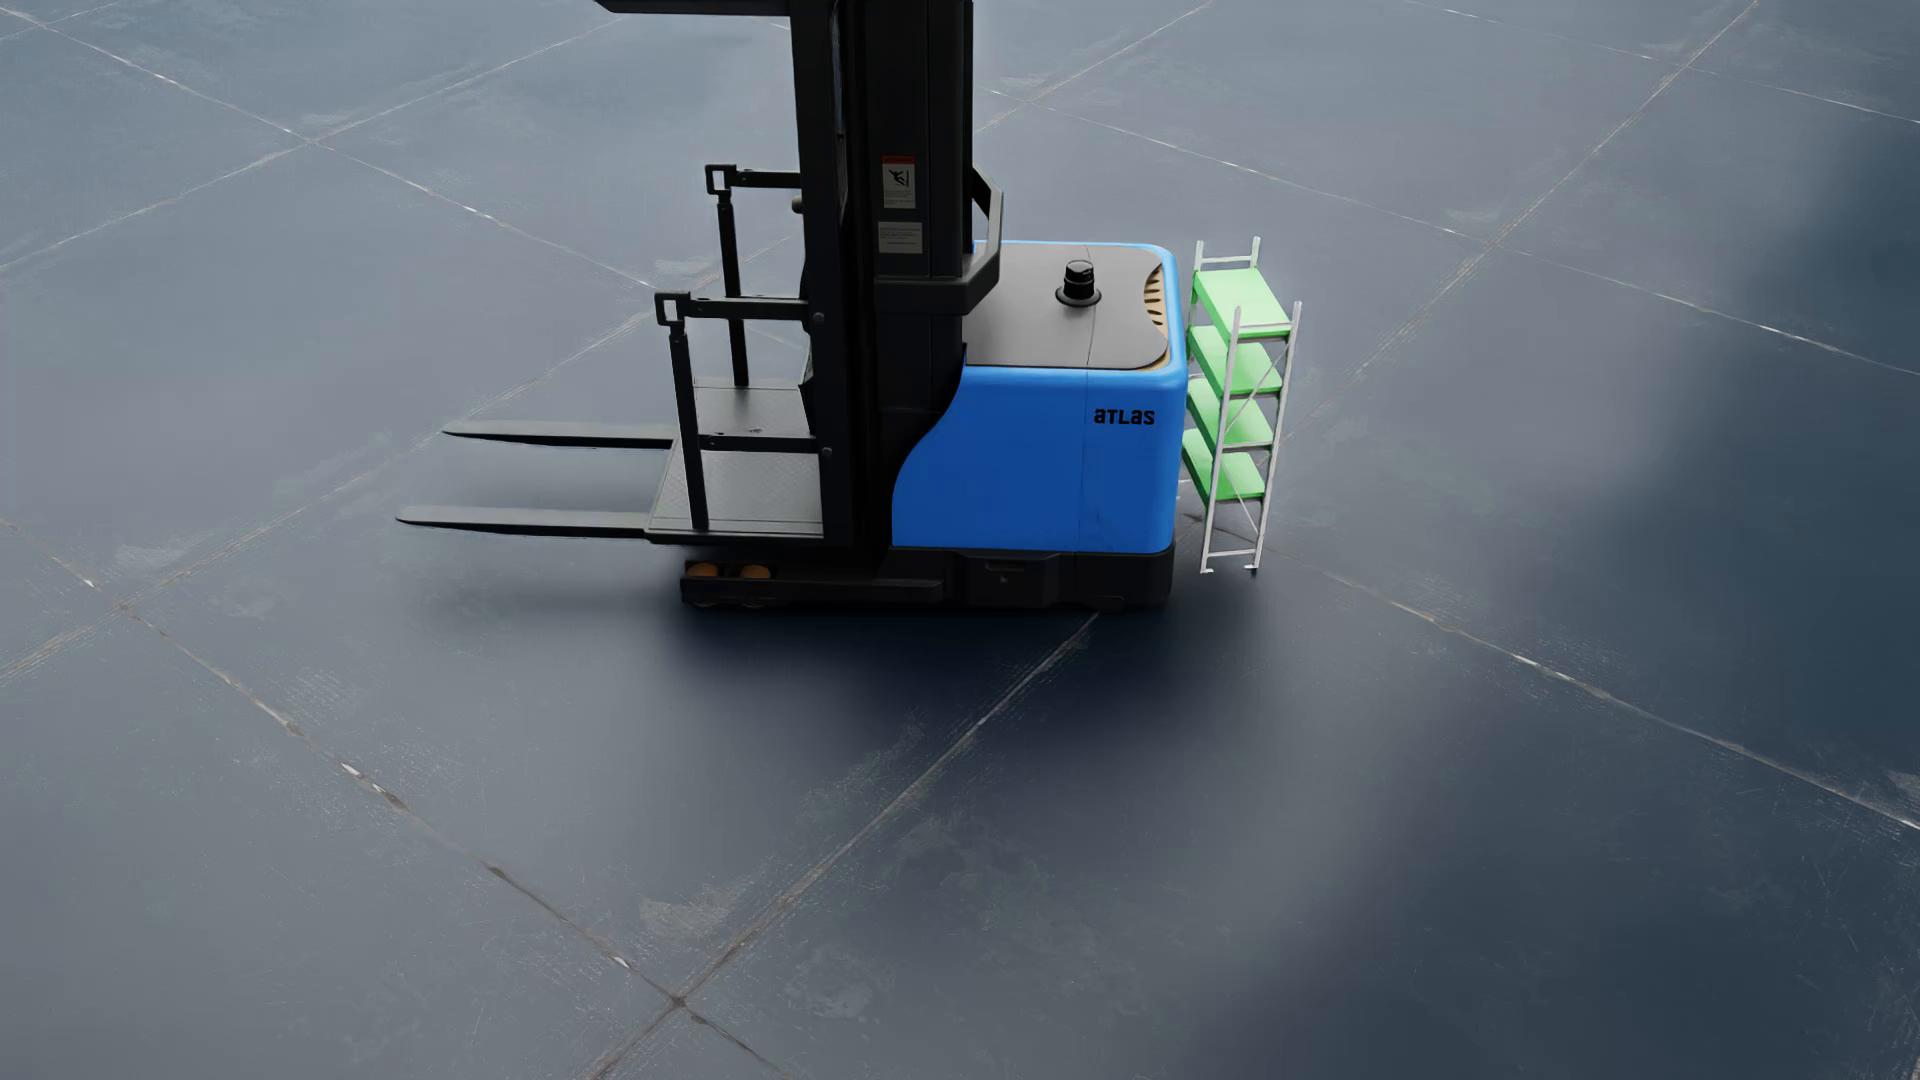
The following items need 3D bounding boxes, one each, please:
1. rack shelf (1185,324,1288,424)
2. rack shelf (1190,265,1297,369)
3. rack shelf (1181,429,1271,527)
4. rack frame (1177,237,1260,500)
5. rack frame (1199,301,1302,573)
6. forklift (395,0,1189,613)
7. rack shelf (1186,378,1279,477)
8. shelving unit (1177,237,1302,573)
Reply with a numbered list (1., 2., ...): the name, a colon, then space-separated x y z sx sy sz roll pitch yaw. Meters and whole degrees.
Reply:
1. rack shelf: 1.040 -0.643 6.309 0.258 0.148 0.480 -5 38 -8
2. rack shelf: 1.044 -0.833 6.161 0.258 0.148 0.480 -5 38 -8
3. rack shelf: 1.032 -0.265 6.604 0.258 0.148 0.480 -5 38 -8
4. rack frame: 0.998 -0.653 6.607 0.240 1.200 0.015 -5 38 -8
5. rack frame: 1.077 -0.356 6.227 0.240 1.200 0.015 -5 38 -8
6. forklift: -0.680 -1.217 5.927 3.031 2.935 1.130 2 38 2
7. rack shelf: 1.036 -0.454 6.456 0.258 0.148 0.480 -5 38 -8
8. shelving unit: 1.037 -0.504 6.417 0.258 1.200 0.503 -5 38 -8
